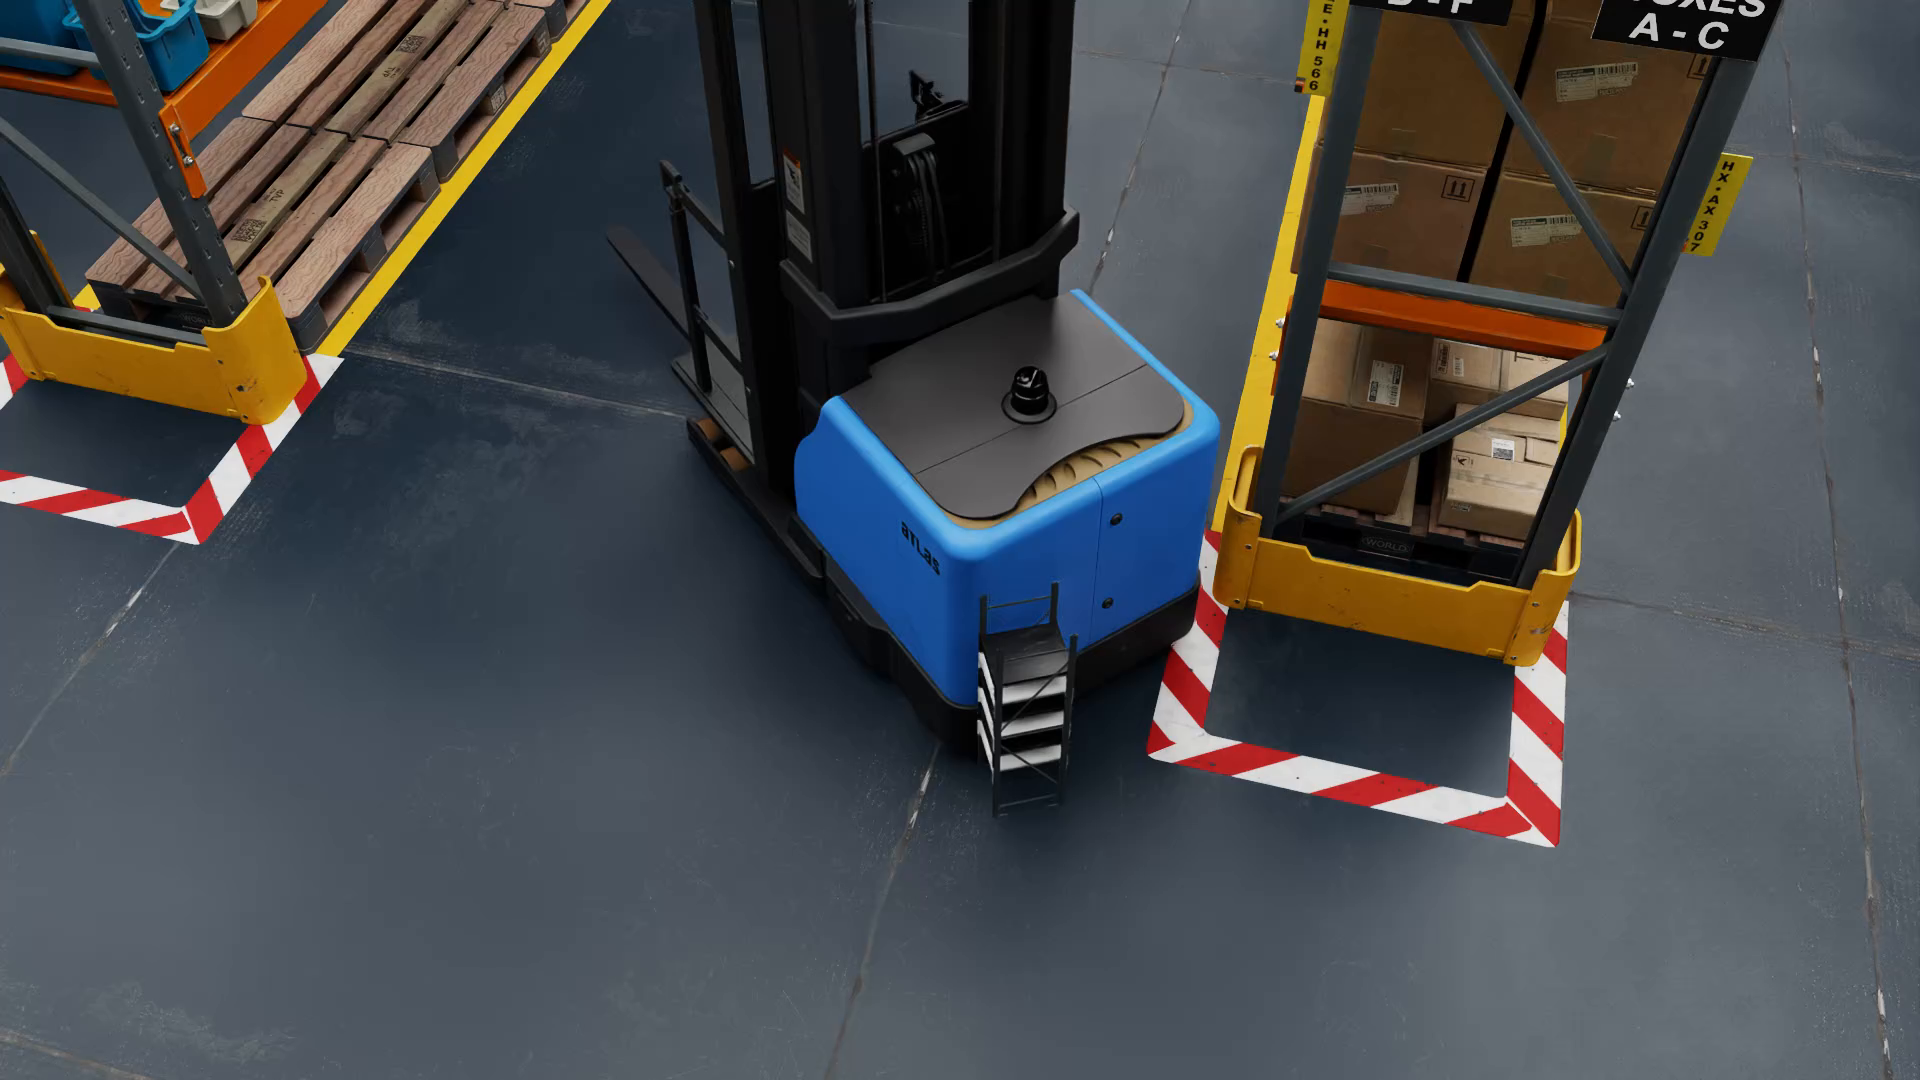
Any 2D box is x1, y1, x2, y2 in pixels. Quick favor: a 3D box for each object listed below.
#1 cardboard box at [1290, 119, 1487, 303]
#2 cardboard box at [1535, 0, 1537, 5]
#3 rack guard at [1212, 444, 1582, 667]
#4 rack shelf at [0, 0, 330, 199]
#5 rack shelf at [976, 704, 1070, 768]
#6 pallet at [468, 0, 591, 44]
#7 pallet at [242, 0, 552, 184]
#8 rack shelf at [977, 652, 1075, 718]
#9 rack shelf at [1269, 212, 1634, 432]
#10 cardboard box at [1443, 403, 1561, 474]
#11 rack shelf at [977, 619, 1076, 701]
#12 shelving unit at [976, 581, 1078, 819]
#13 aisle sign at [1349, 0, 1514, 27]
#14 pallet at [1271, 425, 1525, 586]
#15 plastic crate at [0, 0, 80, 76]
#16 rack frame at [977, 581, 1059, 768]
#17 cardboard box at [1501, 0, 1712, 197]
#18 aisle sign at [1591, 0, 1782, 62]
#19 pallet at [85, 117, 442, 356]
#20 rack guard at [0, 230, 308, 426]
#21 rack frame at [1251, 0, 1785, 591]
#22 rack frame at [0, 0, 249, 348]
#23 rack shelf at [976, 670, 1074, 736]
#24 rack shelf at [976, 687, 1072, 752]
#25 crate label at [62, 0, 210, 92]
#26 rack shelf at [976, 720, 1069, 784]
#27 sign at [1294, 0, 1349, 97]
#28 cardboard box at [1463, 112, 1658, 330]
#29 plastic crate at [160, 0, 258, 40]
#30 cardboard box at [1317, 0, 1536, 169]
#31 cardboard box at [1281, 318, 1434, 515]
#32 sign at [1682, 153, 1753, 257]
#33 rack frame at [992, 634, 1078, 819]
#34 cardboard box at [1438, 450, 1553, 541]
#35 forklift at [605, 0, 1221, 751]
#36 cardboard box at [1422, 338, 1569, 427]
[{"bbox_3d":[1.352,-1.129,5.179,0.500,0.500,0.500,13,50,11],"label":"cardboard box"},{"bbox_3d":[1.998,-1.731,5.044,0.500,0.500,0.500,12,50,10],"label":"cardboard box"},{"bbox_3d":[1.517,0.054,5.869,1.175,0.500,0.348,12,50,10],"label":"rack guard"},{"bbox_3d":[-2.755,-2.907,7.295,1.077,0.370,4.000,12,50,10],"label":"rack shelf"},{"bbox_3d":[0.199,0.599,5.285,0.258,0.077,0.200,-10,49,-9],"label":"rack shelf"},{"bbox_3d":[-2.384,-3.130,8.871,1.003,0.211,1.213,12,50,10],"label":"pallet"},{"bbox_3d":[-2.703,-2.245,8.090,1.003,0.211,1.213,12,50,10],"label":"pallet"},{"bbox_3d":[0.200,0.421,5.083,0.258,0.077,0.200,-10,49,-9],"label":"rack shelf"},{"bbox_3d":[2.023,-1.927,6.430,1.077,0.370,4.000,12,50,10],"label":"rack shelf"},{"bbox_3d":[2.004,-0.342,6.148,0.380,0.166,0.250,12,50,10],"label":"cardboard box"},{"bbox_3d":[0.200,0.361,5.015,0.258,0.077,0.200,-10,49,-9],"label":"rack shelf"},{"bbox_3d":[0.199,0.518,5.193,0.258,0.900,0.210,-10,49,-9],"label":"shelving unit"},{"bbox_3d":[1.183,-1.590,3.919,0.394,0.787,0.004,12,50,10],"label":"aisle sign"},{"bbox_3d":[1.726,-0.428,6.487,1.003,0.211,1.213,12,50,10],"label":"pallet"},{"bbox_3d":[-3.373,-2.009,5.959,0.616,0.435,0.499,12,50,10],"label":"plastic crate"},{"bbox_3d":[0.176,0.444,5.258,0.240,0.900,0.006,-10,49,-9],"label":"rack frame"},{"bbox_3d":[1.868,-1.351,4.709,0.500,0.500,0.500,13,50,11],"label":"cardboard box"},{"bbox_3d":[1.762,-1.471,3.814,0.394,0.787,0.004,12,50,10],"label":"aisle sign"},{"bbox_3d":[-3.026,-1.365,7.314,1.003,0.211,1.213,12,50,10],"label":"pallet"},{"bbox_3d":[-3.275,-0.852,6.668,1.175,0.500,0.348,12,50,10],"label":"rack guard"},{"bbox_3d":[1.497,-0.719,4.884,1.000,3.000,0.127,12,50,10],"label":"rack frame"},{"bbox_3d":[-3.281,-1.699,5.749,1.000,3.000,0.127,12,50,10],"label":"rack frame"},{"bbox_3d":[0.200,0.480,5.150,0.258,0.077,0.200,-10,49,-9],"label":"rack shelf"},{"bbox_3d":[0.199,0.540,5.218,0.258,0.077,0.200,-10,49,-9],"label":"rack shelf"},{"bbox_3d":[-2.898,-1.777,5.889,0.416,0.233,0.303,12,50,10],"label":"crate label"},{"bbox_3d":[0.199,0.659,5.353,0.258,0.077,0.200,-10,49,-9],"label":"rack shelf"},{"bbox_3d":[0.967,-1.330,4.440,0.100,0.325,0.005,12,50,10],"label":"sign"},{"bbox_3d":[1.868,-1.021,5.083,0.500,0.500,0.500,13,50,11],"label":"cardboard box"},{"bbox_3d":[-2.734,-1.961,6.116,0.250,0.136,0.298,12,50,10],"label":"plastic crate"},{"bbox_3d":[1.349,-1.459,4.803,0.500,0.500,0.500,11,50,10],"label":"cardboard box"},{"bbox_3d":[1.402,-0.479,6.046,0.500,0.500,0.500,12,50,10],"label":"cardboard box"},{"bbox_3d":[2.020,-0.898,4.465,0.100,0.325,0.005,12,50,10],"label":"sign"},{"bbox_3d":[0.223,0.592,5.127,0.240,0.900,0.006,-10,49,-9],"label":"rack frame"},{"bbox_3d":[1.939,-0.156,5.995,0.380,0.149,0.250,12,50,10],"label":"cardboard box"},{"bbox_3d":[-0.405,-1.350,5.487,1.130,2.935,3.031,-27,54,-22],"label":"forklift"},{"bbox_3d":[2.045,-0.653,6.366,0.500,0.250,0.500,12,50,10],"label":"cardboard box"}]
